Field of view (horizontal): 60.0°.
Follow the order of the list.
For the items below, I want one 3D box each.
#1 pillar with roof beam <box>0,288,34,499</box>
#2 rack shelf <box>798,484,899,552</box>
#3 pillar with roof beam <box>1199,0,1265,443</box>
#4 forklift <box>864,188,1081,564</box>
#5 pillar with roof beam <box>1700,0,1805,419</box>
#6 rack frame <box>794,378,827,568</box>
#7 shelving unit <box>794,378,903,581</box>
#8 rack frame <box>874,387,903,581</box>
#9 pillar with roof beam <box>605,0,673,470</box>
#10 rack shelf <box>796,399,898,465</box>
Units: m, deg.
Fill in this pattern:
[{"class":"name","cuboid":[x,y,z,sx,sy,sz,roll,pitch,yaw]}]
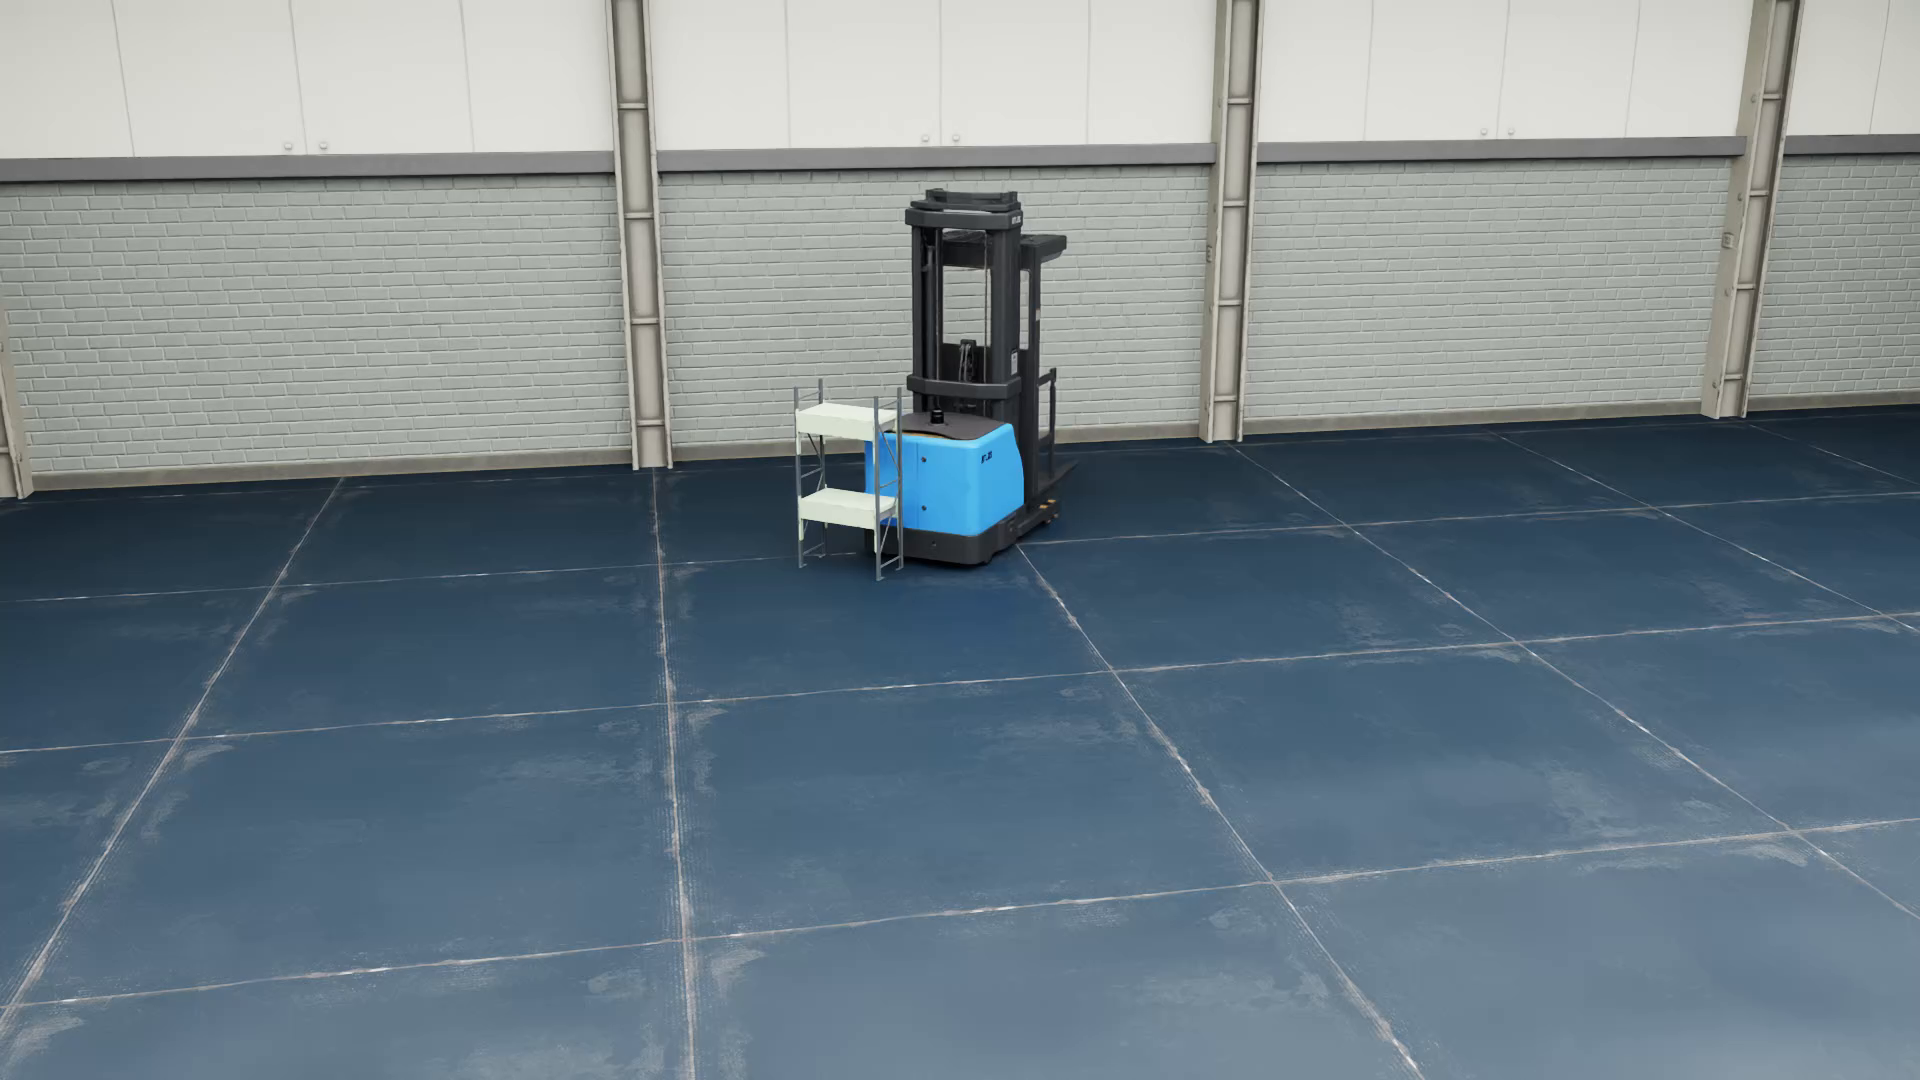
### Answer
[{"class":"pillar with roof beam","cuboid":[-8.172,-3.481,10.318,0.400,9.000,9.100,-3,17,-10]},{"class":"rack shelf","cuboid":[-0.889,-0.180,13.455,0.720,0.370,0.431,9,19,26]},{"class":"pillar with roof beam","cuboid":[3.610,-4.149,12.495,0.400,9.000,9.100,-3,17,-10]},{"class":"forklift","cuboid":[0.259,-1.594,14.509,1.130,2.935,3.031,7,19,23]},{"class":"pillar with roof beam","cuboid":[9.501,-4.484,13.583,0.400,9.000,9.100,-3,17,-10]},{"class":"rack frame","cuboid":[-1.214,-0.542,13.520,0.023,1.500,0.400,9,19,26]},{"class":"shelving unit","cuboid":[-0.889,-0.492,13.359,0.755,1.500,0.431,9,19,26]},{"class":"rack frame","cuboid":[-0.564,-0.442,13.198,0.023,1.500,0.400,9,19,26]},{"class":"pillar with roof beam","cuboid":[-2.281,-3.815,11.406,0.400,9.000,9.100,-3,17,-10]},{"class":"rack shelf","cuboid":[-0.889,-0.865,13.245,0.720,0.370,0.431,9,19,26]}]
